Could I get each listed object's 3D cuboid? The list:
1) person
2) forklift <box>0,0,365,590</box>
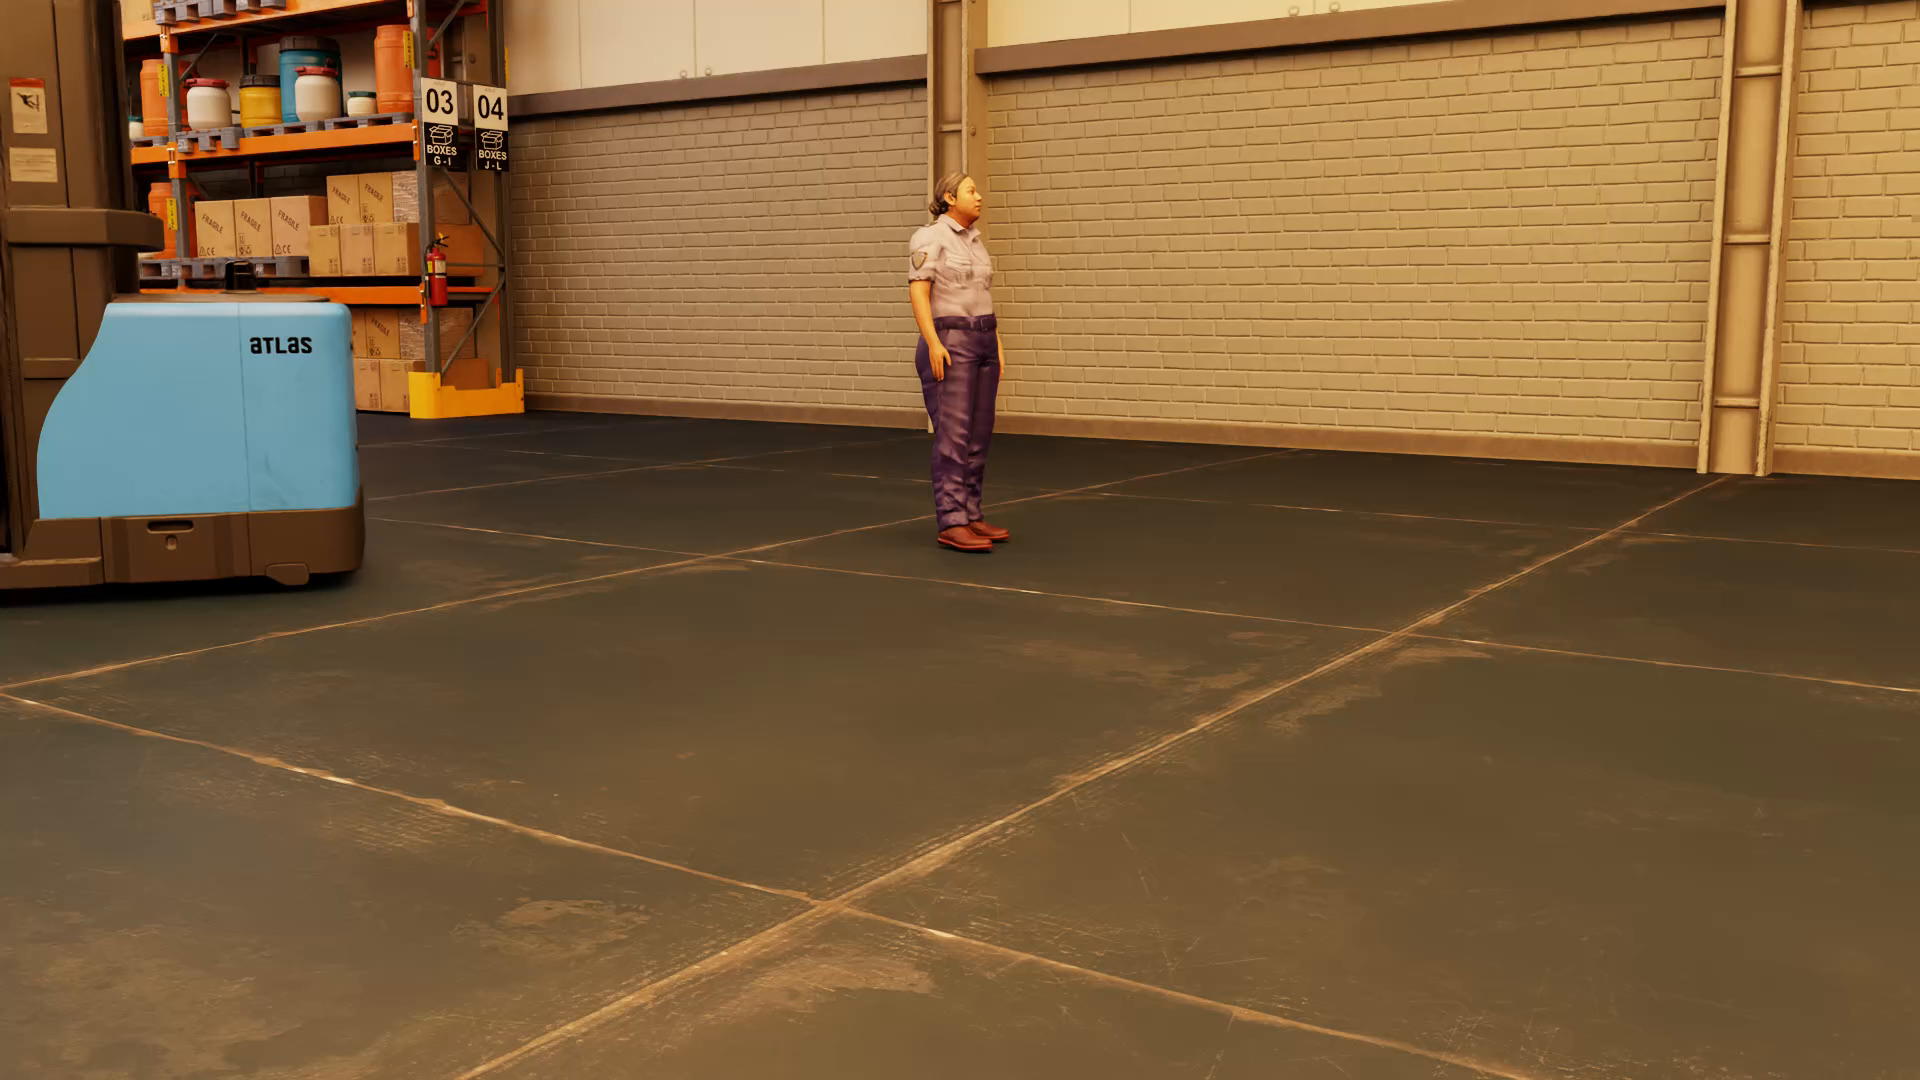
[{"bbox_3d":[0.061,-0.814,7.418,0.503,1.651,0.598,5,10,34],"label":"person"},{"bbox_3d":[-3.862,-1.264,6.085,3.031,2.935,1.130,-3,9,-18],"label":"forklift"}]
